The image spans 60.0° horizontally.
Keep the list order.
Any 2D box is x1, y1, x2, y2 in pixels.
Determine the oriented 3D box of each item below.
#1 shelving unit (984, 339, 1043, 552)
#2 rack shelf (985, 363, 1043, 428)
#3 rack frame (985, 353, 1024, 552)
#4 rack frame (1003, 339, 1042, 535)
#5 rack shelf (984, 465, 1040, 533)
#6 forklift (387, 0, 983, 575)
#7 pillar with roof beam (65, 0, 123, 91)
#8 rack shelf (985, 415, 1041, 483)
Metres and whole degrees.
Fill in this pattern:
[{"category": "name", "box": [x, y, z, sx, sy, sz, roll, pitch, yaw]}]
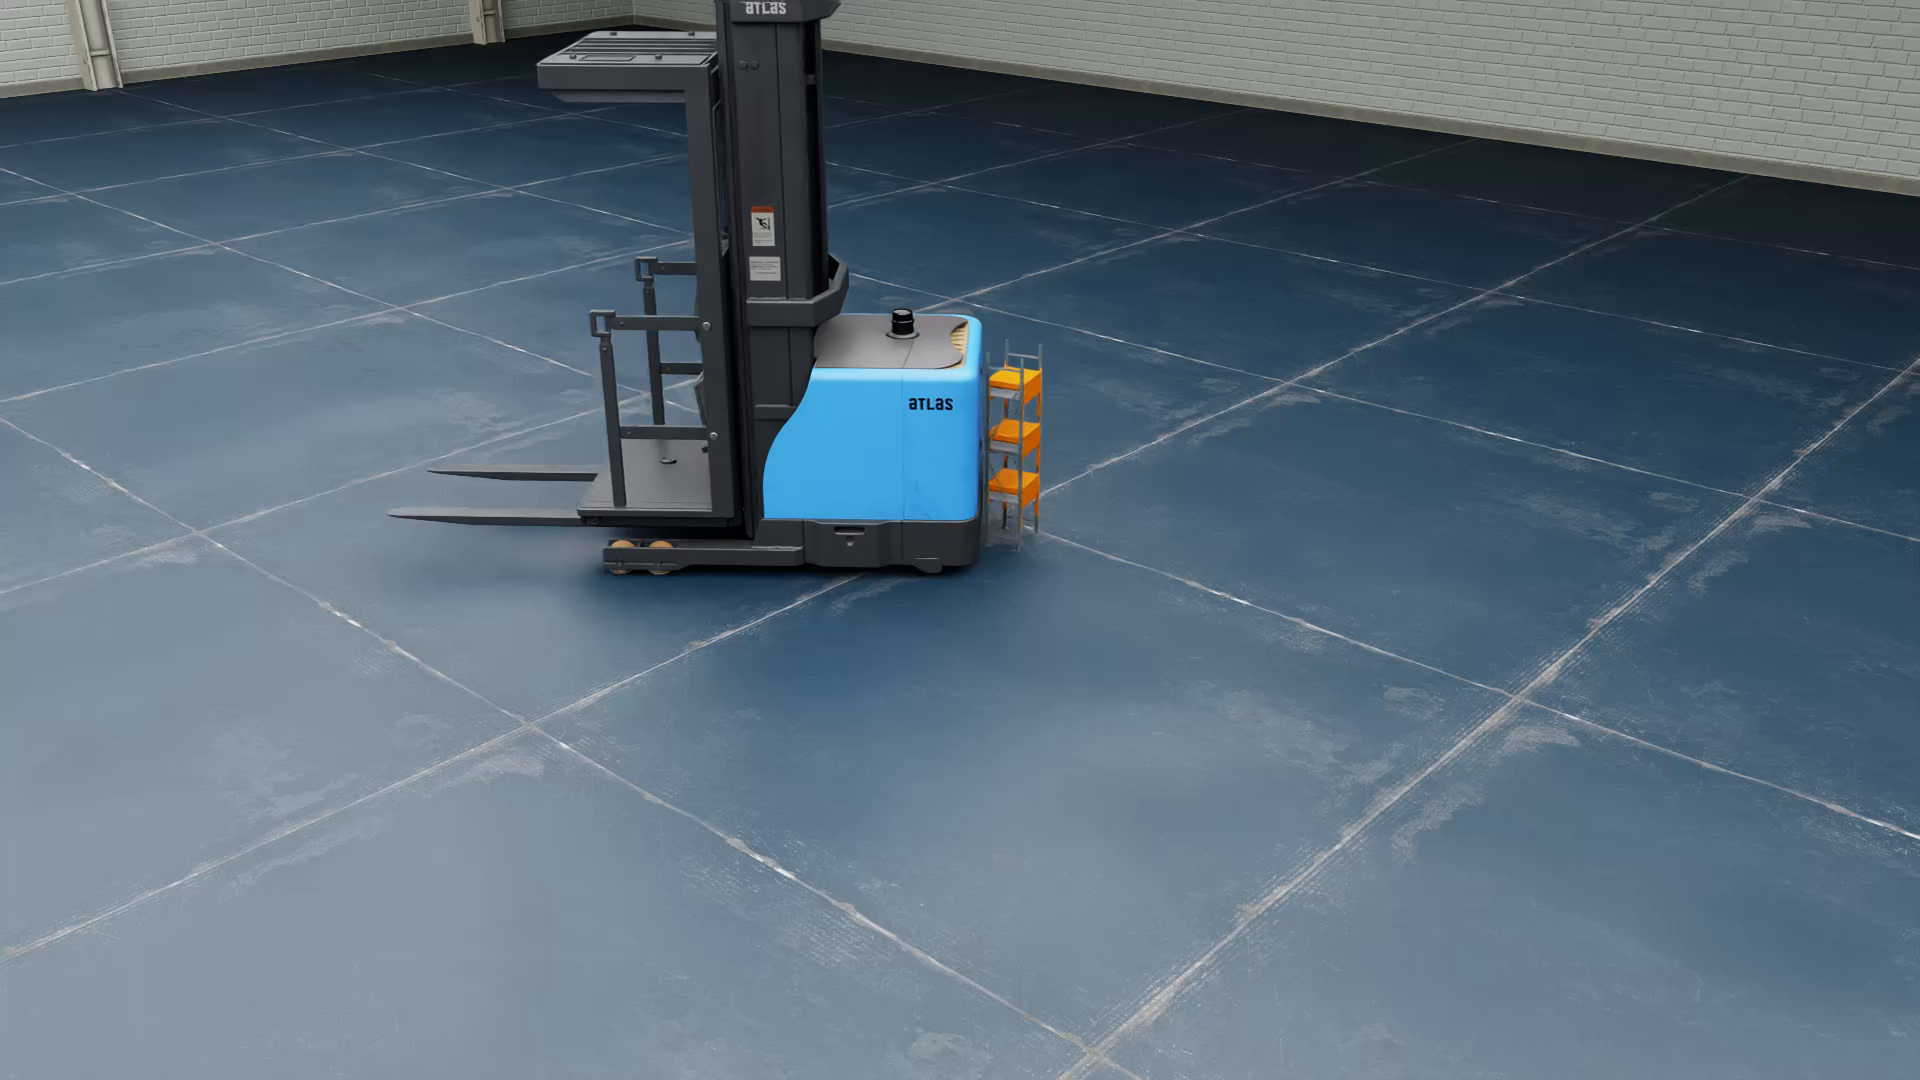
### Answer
[{"category": "shelving unit", "box": [0.272, -0.479, 8.534, 0.215, 1.050, 0.252, 11, 26, 22]}, {"category": "rack shelf", "box": [0.273, -0.728, 8.422, 0.215, 0.259, 0.240, 11, 26, 22]}, {"category": "rack frame", "box": [0.222, -0.433, 8.433, 0.200, 1.050, 0.008, 11, 26, 22]}, {"category": "rack frame", "box": [0.323, -0.524, 8.635, 0.200, 1.050, 0.008, 11, 26, 22]}, {"category": "rack shelf", "box": [0.272, -0.216, 8.652, 0.215, 0.259, 0.240, 11, 26, 22]}, {"category": "forklift", "box": [-1.403, -1.377, 8.239, 3.031, 2.935, 1.130, 1, 24, 2]}, {"category": "pillar with roof beam", "box": [-8.250, -8.981, 17.781, 9.100, 9.000, 0.400, 20, 31, 38]}, {"category": "rack shelf", "box": [0.272, -0.469, 8.538, 0.215, 0.259, 0.240, 11, 26, 22]}]
